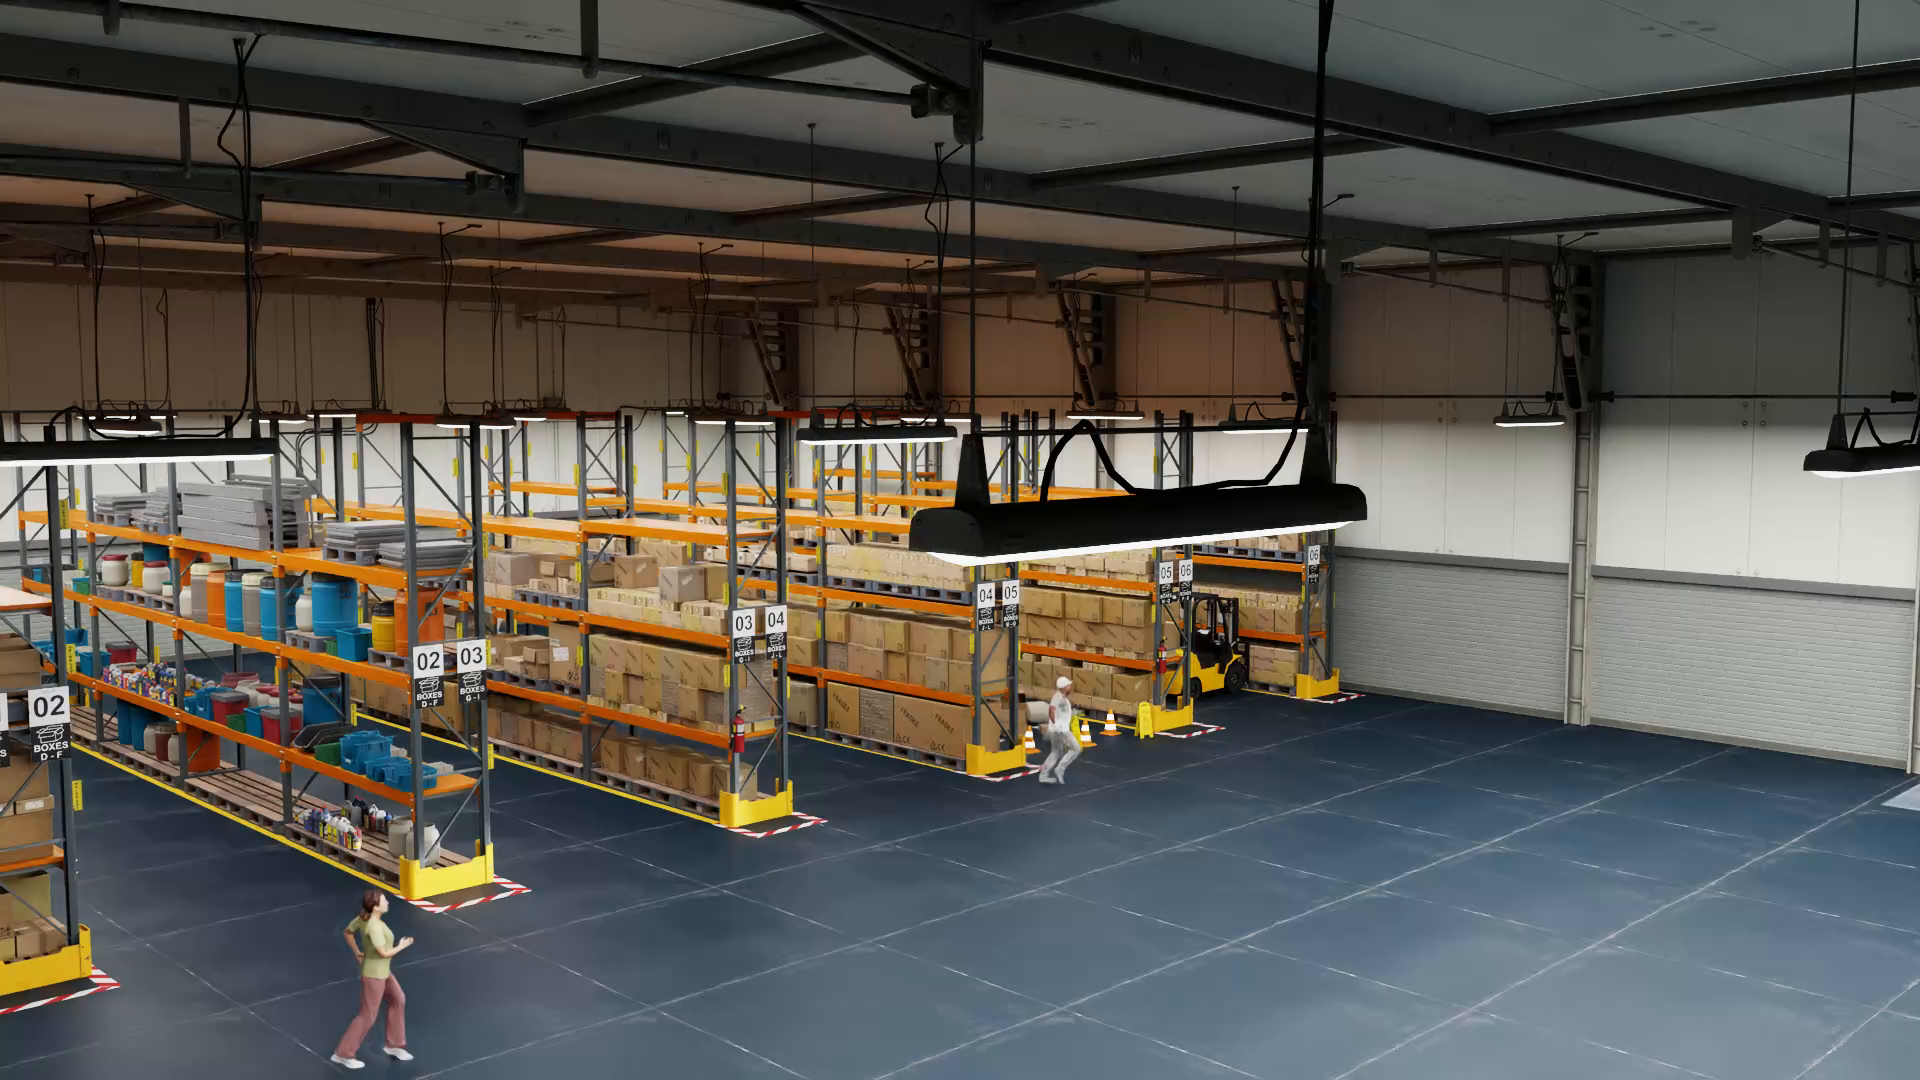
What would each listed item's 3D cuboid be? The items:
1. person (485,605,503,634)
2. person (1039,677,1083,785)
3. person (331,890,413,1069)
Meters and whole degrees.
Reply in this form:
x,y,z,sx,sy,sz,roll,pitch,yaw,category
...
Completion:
x,y,z,sx,sy,sz,roll,pitch,yaw,category
-11.403,1.910,40.964,0.669,1.766,0.898,2,5,20,person
1.642,3.104,27.031,0.741,1.754,0.666,-1,5,-8,person
-5.522,4.136,15.605,0.757,1.732,0.591,-2,5,-24,person
